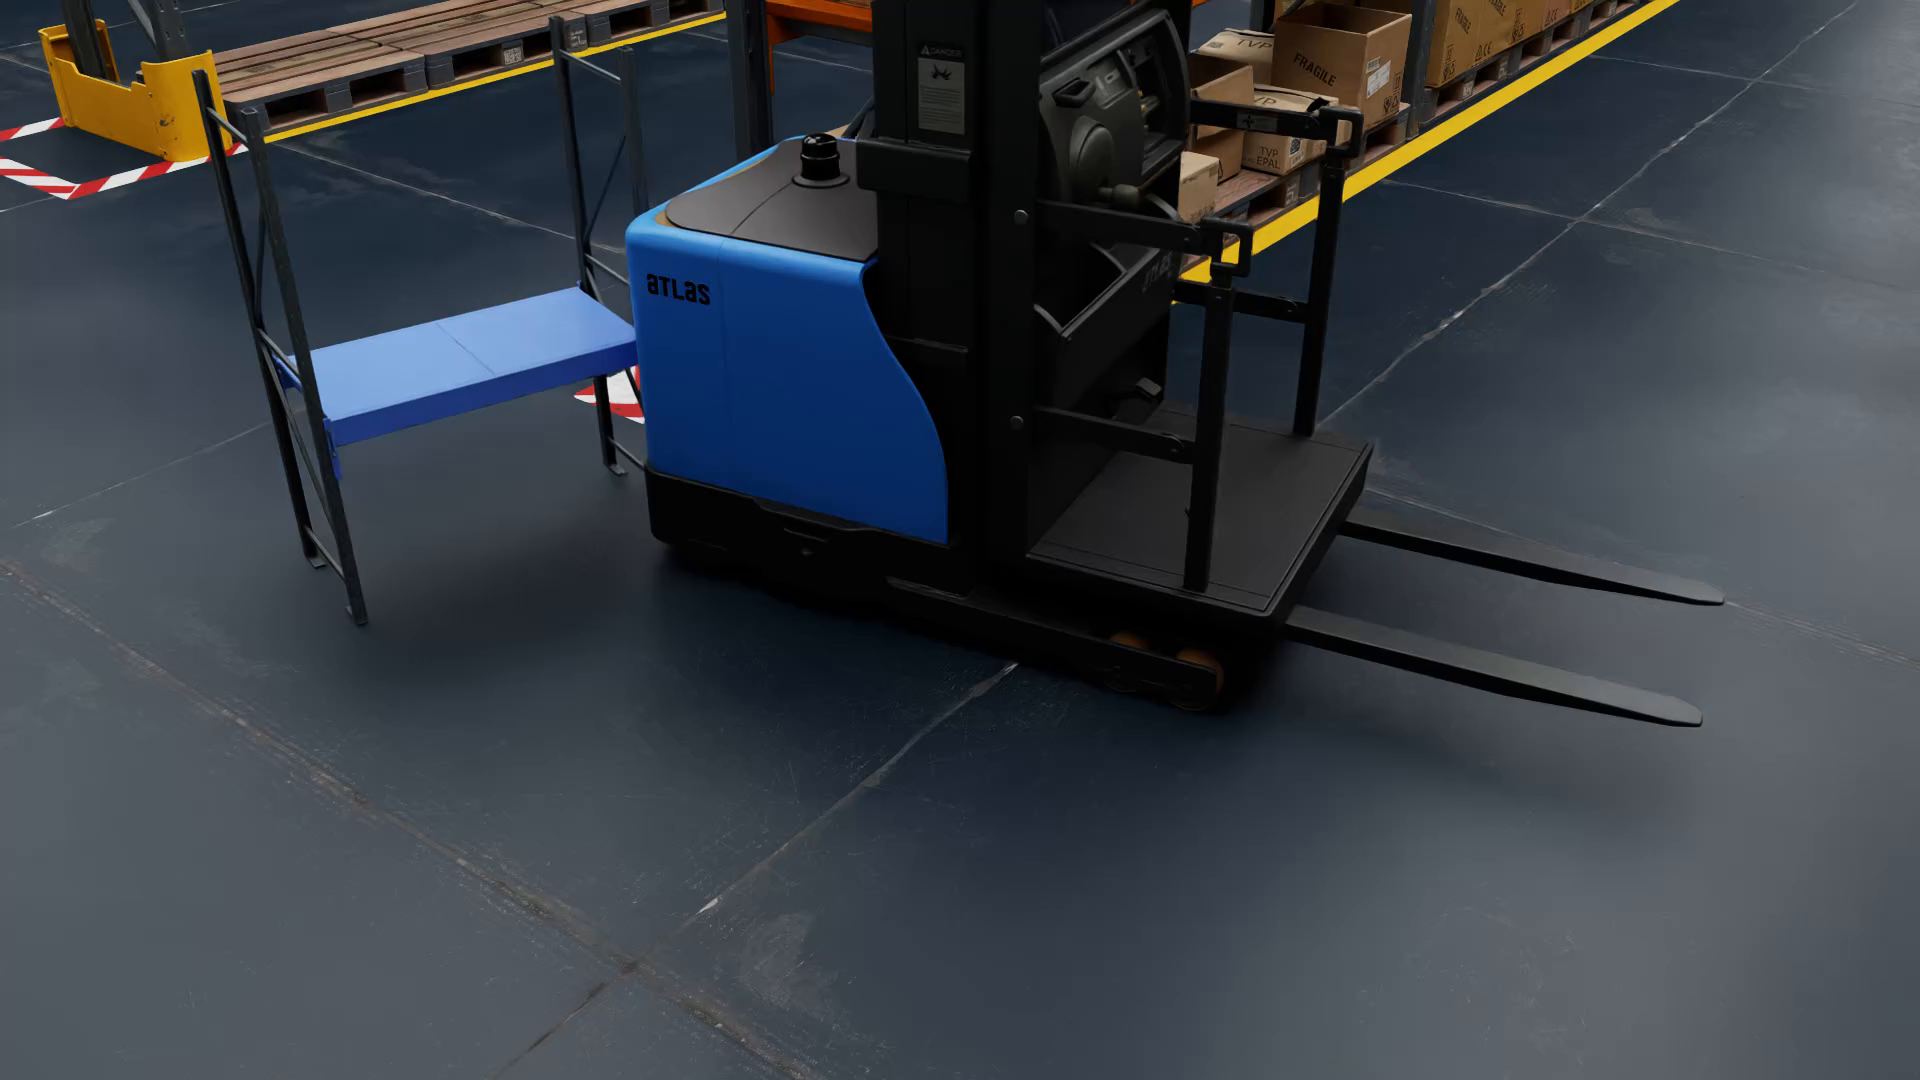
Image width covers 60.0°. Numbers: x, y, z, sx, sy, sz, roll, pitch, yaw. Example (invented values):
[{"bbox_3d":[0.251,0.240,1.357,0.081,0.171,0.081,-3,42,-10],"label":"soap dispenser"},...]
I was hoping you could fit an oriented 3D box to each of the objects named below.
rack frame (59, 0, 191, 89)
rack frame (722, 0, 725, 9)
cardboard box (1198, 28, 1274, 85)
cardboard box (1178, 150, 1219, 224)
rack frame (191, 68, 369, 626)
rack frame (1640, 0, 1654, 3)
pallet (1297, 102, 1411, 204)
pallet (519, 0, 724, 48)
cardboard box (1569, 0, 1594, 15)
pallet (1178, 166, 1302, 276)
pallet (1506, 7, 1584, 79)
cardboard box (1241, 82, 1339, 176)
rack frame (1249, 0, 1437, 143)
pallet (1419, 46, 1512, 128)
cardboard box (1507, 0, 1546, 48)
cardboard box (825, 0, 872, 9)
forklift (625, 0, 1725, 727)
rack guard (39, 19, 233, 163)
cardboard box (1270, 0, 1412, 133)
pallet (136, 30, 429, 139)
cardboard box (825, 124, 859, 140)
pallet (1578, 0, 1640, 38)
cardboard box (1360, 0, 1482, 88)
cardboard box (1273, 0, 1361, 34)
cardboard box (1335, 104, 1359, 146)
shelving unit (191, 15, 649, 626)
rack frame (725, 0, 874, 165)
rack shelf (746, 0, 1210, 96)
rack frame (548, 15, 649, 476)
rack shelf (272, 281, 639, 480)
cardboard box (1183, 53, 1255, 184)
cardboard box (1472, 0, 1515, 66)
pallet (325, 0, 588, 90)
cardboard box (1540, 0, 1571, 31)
[{"bbox_3d":[-4.350,-3.472,8.166,1.000,3.000,0.127,21,37,31],"label":"rack frame"},{"bbox_3d":[-1.935,-5.098,10.909,1.000,3.000,0.127,21,37,31],"label":"rack frame"},{"bbox_3d":[1.586,-2.500,8.732,0.500,0.311,0.500,21,37,31],"label":"cardboard box"},{"bbox_3d":[0.755,-1.492,7.091,0.500,0.250,0.500,21,37,31],"label":"cardboard box"},{"bbox_3d":[-1.882,-0.503,4.627,0.032,1.500,0.500,-20,36,-31],"label":"rack frame"},{"bbox_3d":[4.426,-5.198,11.078,1.000,3.000,0.127,21,37,31],"label":"rack frame"},{"bbox_3d":[1.597,-2.093,8.575,1.003,0.211,1.213,21,37,31],"label":"pallet"},{"bbox_3d":[-2.348,-3.587,11.096,1.003,0.211,1.213,21,37,31],"label":"pallet"},{"bbox_3d":[3.736,-3.649,10.485,0.500,0.500,0.500,20,36,30],"label":"cardboard box"},{"bbox_3d":[0.861,-1.595,7.735,1.003,0.211,1.213,21,37,31],"label":"pallet"},{"bbox_3d":[3.209,-3.212,10.463,1.003,0.211,1.213,21,37,31],"label":"pallet"},{"bbox_3d":[1.441,-1.980,7.855,0.500,0.311,0.500,21,37,31],"label":"cardboard box"},{"bbox_3d":[2.012,-3.572,8.335,1.000,3.000,0.127,21,37,31],"label":"rack frame"},{"bbox_3d":[2.473,-2.714,9.623,1.003,0.211,1.213,21,37,31],"label":"pallet"},{"bbox_3d":[3.119,-3.228,9.775,0.500,0.500,0.500,22,37,32],"label":"cardboard box"},{"bbox_3d":[-0.349,-2.255,6.014,0.500,0.500,0.500,22,37,33],"label":"cardboard box"},{"bbox_3d":[0.595,-1.111,4.250,3.031,2.935,1.130,14,33,22],"label":"forklift"},{"bbox_3d":[-4.354,-2.383,8.780,1.175,0.500,0.348,21,37,31],"label":"rack guard"},{"bbox_3d":[1.894,-2.367,8.322,0.500,0.500,0.500,21,37,31],"label":"cardboard box"},{"bbox_3d":[-3.821,-2.595,9.422,1.003,0.211,1.213,21,37,31],"label":"pallet"},{"bbox_3d":[-0.271,-1.357,6.617,0.500,0.500,0.500,21,37,31],"label":"cardboard box"},{"bbox_3d":[3.946,-3.706,11.296,1.003,0.211,1.213,21,37,31],"label":"pallet"},{"bbox_3d":[2.498,-2.807,9.065,0.500,0.500,0.500,19,36,29],"label":"cardboard box"},{"bbox_3d":[2.081,-2.974,9.347,0.500,0.500,0.500,21,37,31],"label":"cardboard box"},{"bbox_3d":[1.716,-2.045,8.123,0.380,0.149,0.250,21,37,31],"label":"cardboard box"},{"bbox_3d":[-1.471,-0.656,4.886,1.048,1.500,0.538,-20,36,-31],"label":"shelving unit"},{"bbox_3d":[-0.403,-1.946,5.591,1.000,3.000,0.127,21,37,31],"label":"rack frame"},{"bbox_3d":[0.805,-2.449,7.146,1.077,0.370,4.000,21,37,31],"label":"rack shelf"},{"bbox_3d":[-1.061,-0.809,5.144,0.032,1.500,0.500,-20,36,-31],"label":"rack frame"},{"bbox_3d":[-1.471,-0.501,4.977,1.000,0.185,0.538,-20,36,-31],"label":"rack shelf"},{"bbox_3d":[0.882,-1.922,7.568,0.797,0.503,0.637,21,37,31],"label":"cardboard box"},{"bbox_3d":[2.811,-3.027,9.437,0.500,0.500,0.500,22,37,32],"label":"cardboard box"},{"bbox_3d":[-3.084,-3.089,10.255,1.003,0.211,1.213,21,37,31],"label":"pallet"},{"bbox_3d":[3.425,-3.434,10.122,0.500,0.500,0.500,20,36,30],"label":"cardboard box"}]
